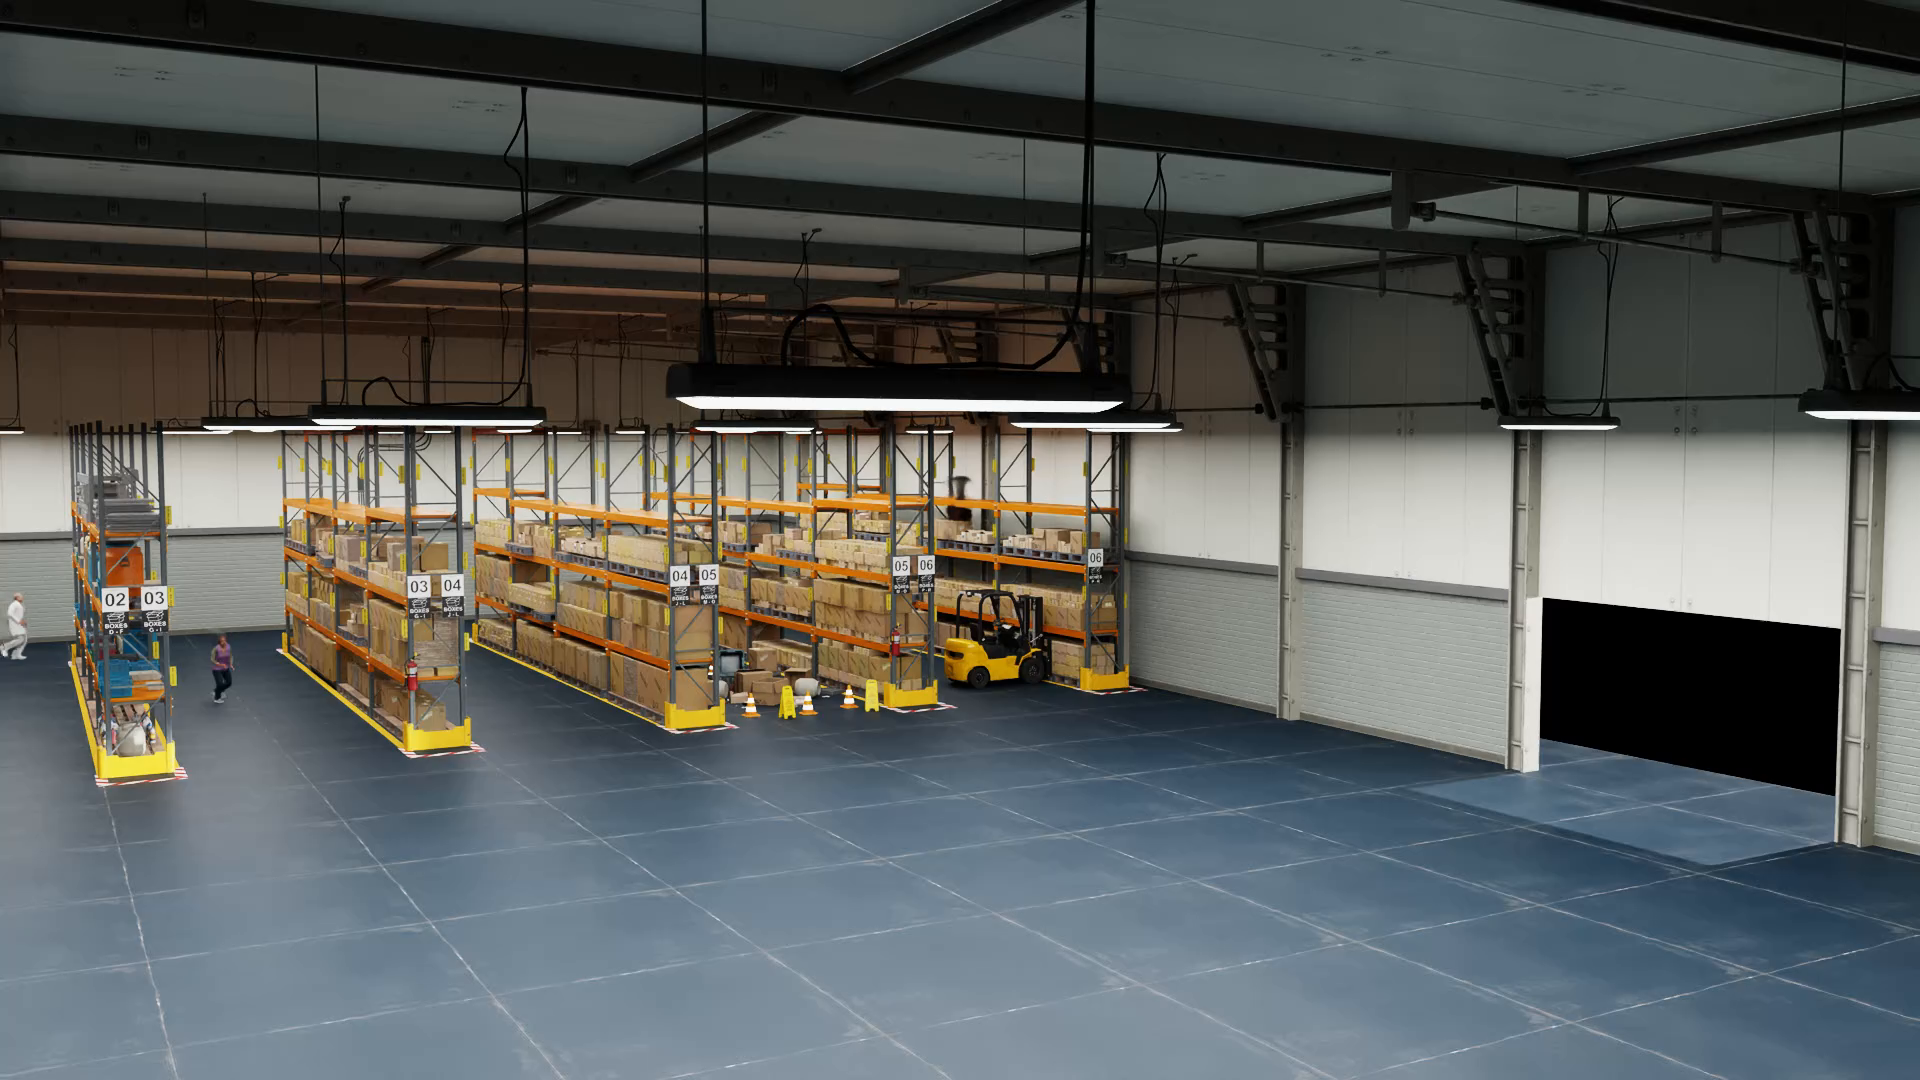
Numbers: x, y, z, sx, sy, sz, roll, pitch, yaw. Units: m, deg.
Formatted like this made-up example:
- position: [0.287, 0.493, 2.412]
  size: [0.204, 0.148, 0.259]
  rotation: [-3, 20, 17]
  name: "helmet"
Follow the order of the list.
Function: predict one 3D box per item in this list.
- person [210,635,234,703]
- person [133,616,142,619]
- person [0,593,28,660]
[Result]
- position: [-15.873, 2.791, 35.733]
  size: [0.708, 1.459, 0.524]
  rotation: [3, 5, 40]
  name: "person"
- position: [-21.345, 2.246, 43.359]
  size: [0.741, 1.627, 0.589]
  rotation: [1, 4, 12]
  name: "person"
- position: [-24.478, 2.223, 42.992]
  size: [0.638, 1.706, 0.744]
  rotation: [-2, 4, -23]
  name: "person"
